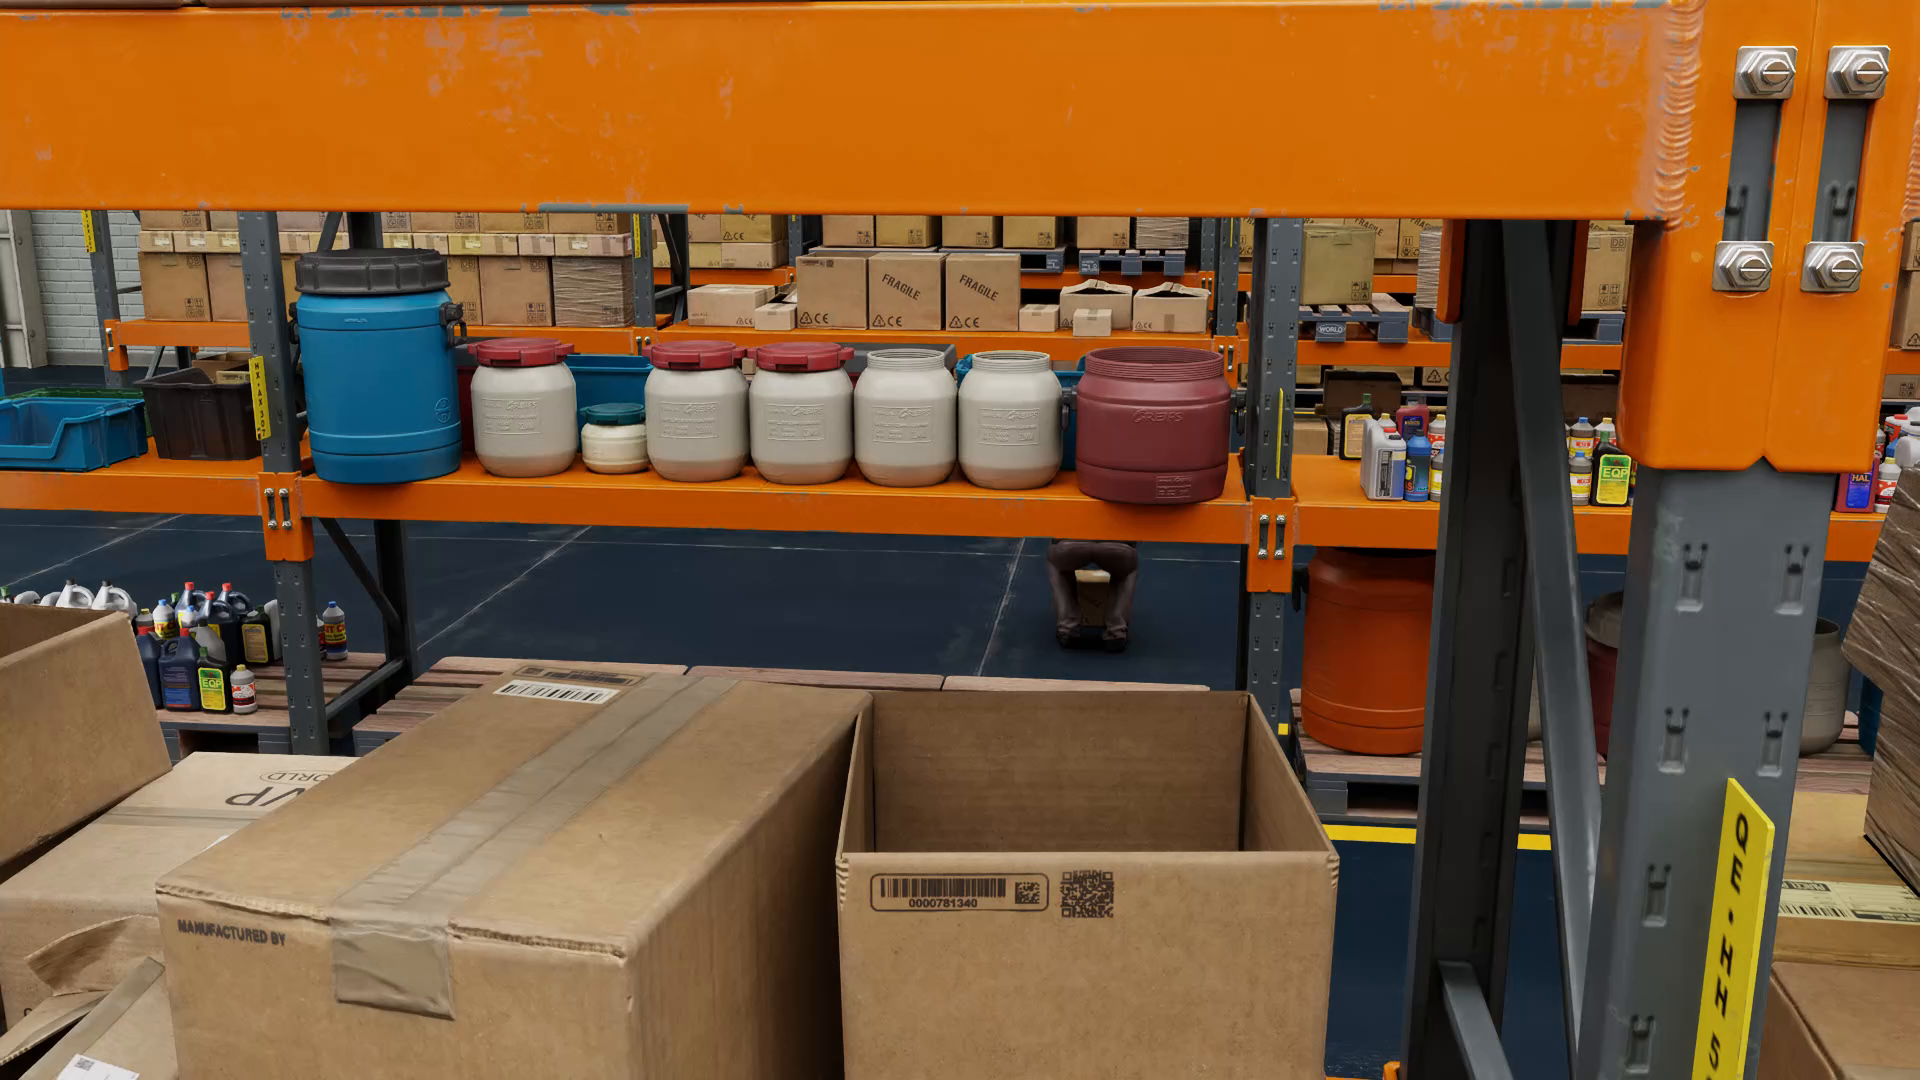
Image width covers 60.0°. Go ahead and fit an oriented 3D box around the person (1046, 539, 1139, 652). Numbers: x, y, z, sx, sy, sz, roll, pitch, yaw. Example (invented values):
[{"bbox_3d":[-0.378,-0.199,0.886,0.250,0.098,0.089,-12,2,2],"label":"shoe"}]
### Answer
[{"bbox_3d":[0.712,0.125,8.945,0.505,0.851,0.952,1,14,4],"label":"person"}]
